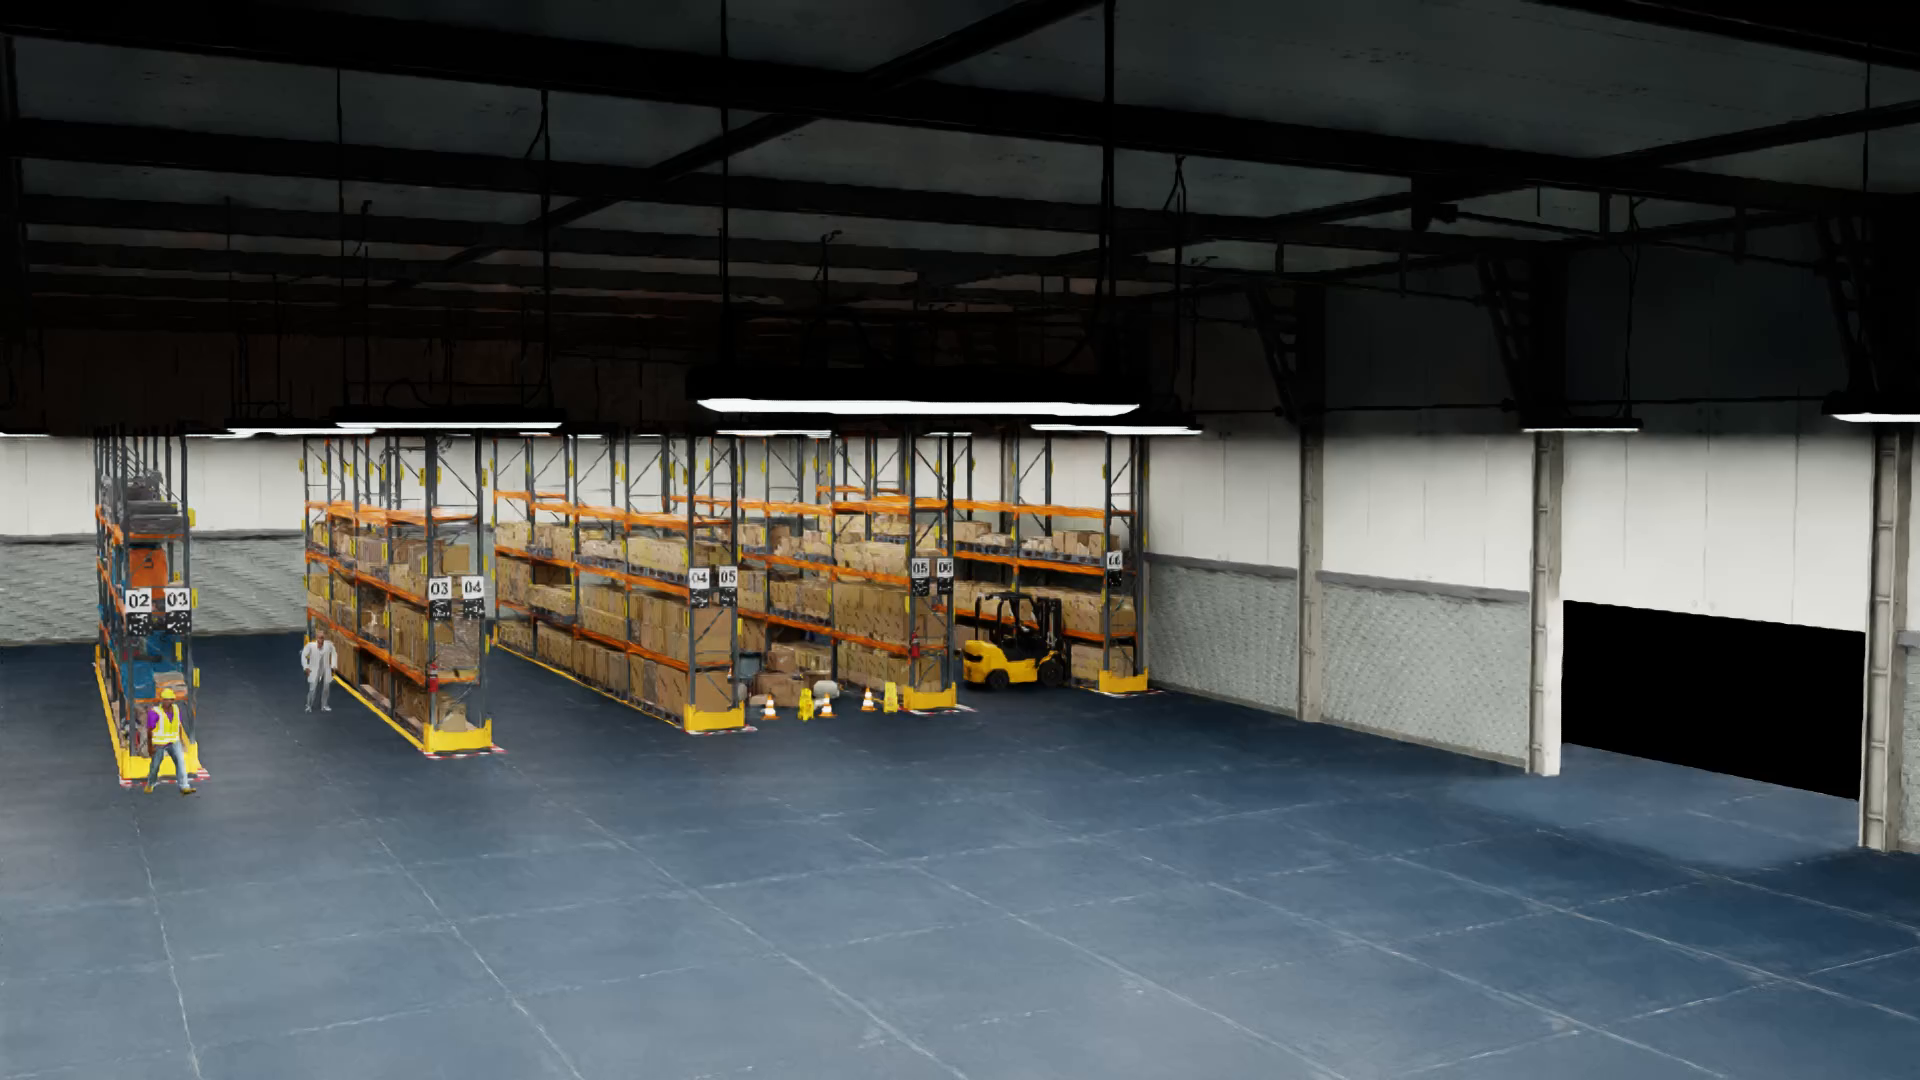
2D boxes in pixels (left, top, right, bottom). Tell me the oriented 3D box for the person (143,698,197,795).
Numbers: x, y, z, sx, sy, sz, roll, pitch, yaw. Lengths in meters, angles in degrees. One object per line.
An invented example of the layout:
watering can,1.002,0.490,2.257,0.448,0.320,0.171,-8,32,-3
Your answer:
person,-12.759,3.271,26.767,0.968,1.685,0.620,3,4,38

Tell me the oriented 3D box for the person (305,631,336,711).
person,-13.439,2.751,34.901,0.689,1.727,0.551,-2,4,-31

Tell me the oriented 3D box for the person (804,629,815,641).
person,-4.407,2.030,47.251,0.558,1.637,0.609,0,3,-2
